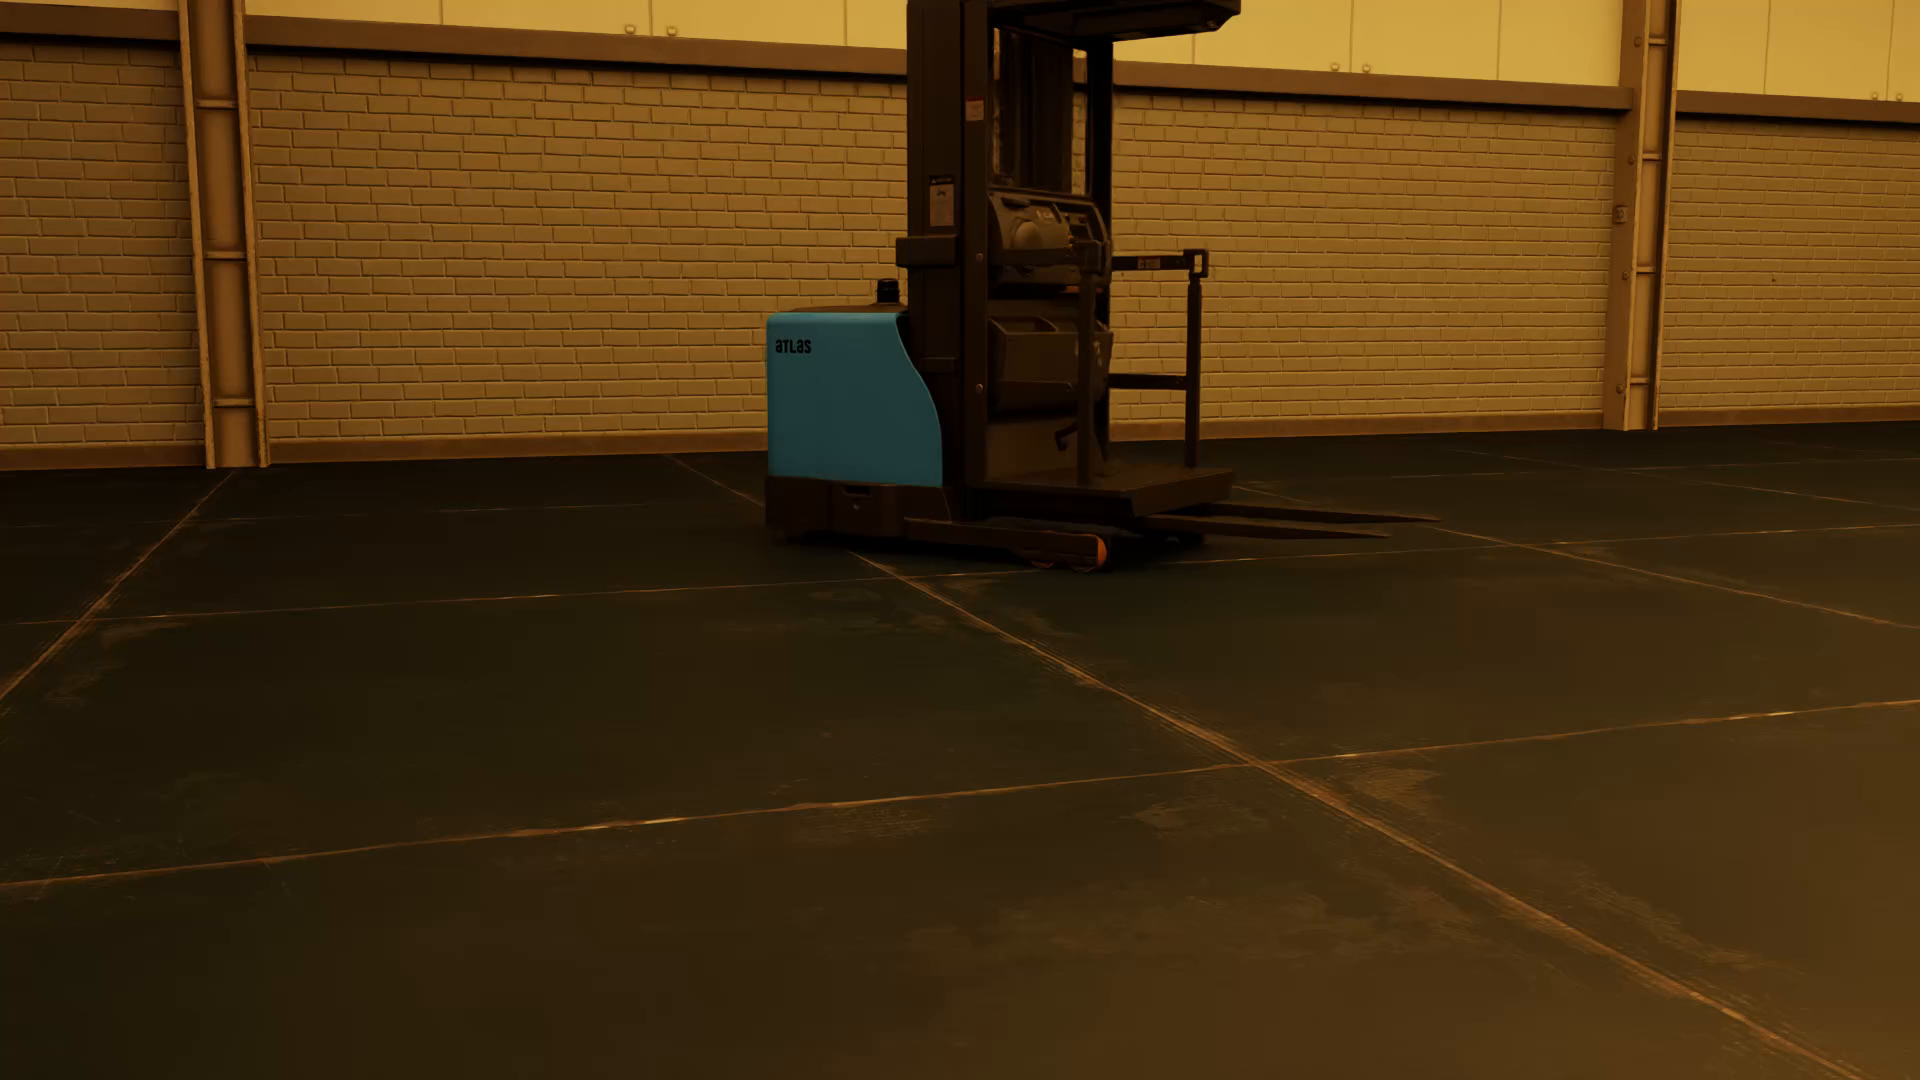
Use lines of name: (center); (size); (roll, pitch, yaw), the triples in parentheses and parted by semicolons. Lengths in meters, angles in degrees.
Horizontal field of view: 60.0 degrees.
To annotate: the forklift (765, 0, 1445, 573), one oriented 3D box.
forklift: (0.579, -1.397, 7.319); (3.031, 2.935, 1.130); (5, 9, 34)
